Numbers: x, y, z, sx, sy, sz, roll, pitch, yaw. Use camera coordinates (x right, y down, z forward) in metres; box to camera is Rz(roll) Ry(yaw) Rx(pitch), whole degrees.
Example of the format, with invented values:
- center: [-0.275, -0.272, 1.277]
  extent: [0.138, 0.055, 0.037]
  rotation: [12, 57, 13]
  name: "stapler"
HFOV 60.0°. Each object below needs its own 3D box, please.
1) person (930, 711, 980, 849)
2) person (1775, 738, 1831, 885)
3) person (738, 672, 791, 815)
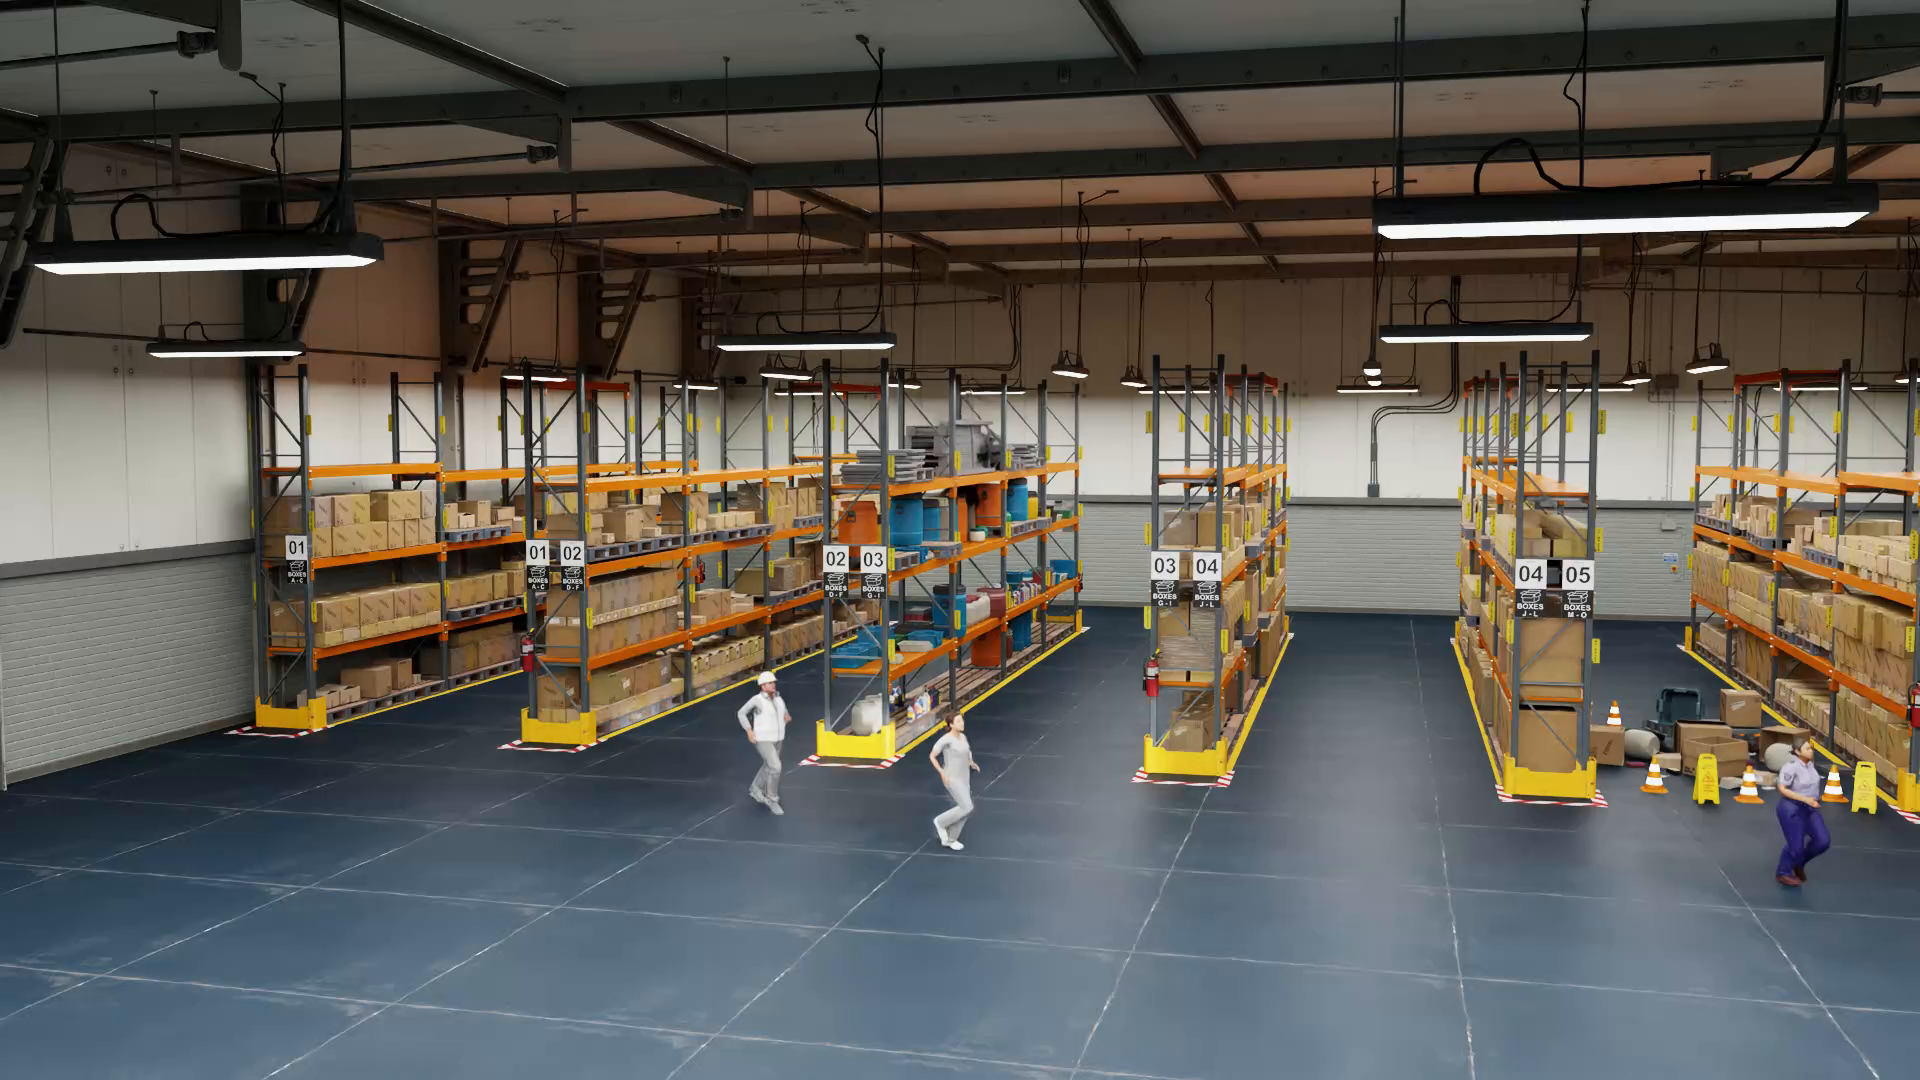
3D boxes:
- center: [-0.021, 2.837, 19.606]
  extent: [0.553, 1.630, 0.557]
  rotation: [3, 5, 37]
  name: "person"
- center: [9.119, 2.950, 18.000]
  extent: [0.606, 1.611, 0.571]
  rotation: [-2, 4, -26]
  name: "person"
- center: [-2.496, 2.628, 21.626]
  extent: [0.774, 1.838, 0.630]
  rotation: [3, 5, 35]
  name: "person"
